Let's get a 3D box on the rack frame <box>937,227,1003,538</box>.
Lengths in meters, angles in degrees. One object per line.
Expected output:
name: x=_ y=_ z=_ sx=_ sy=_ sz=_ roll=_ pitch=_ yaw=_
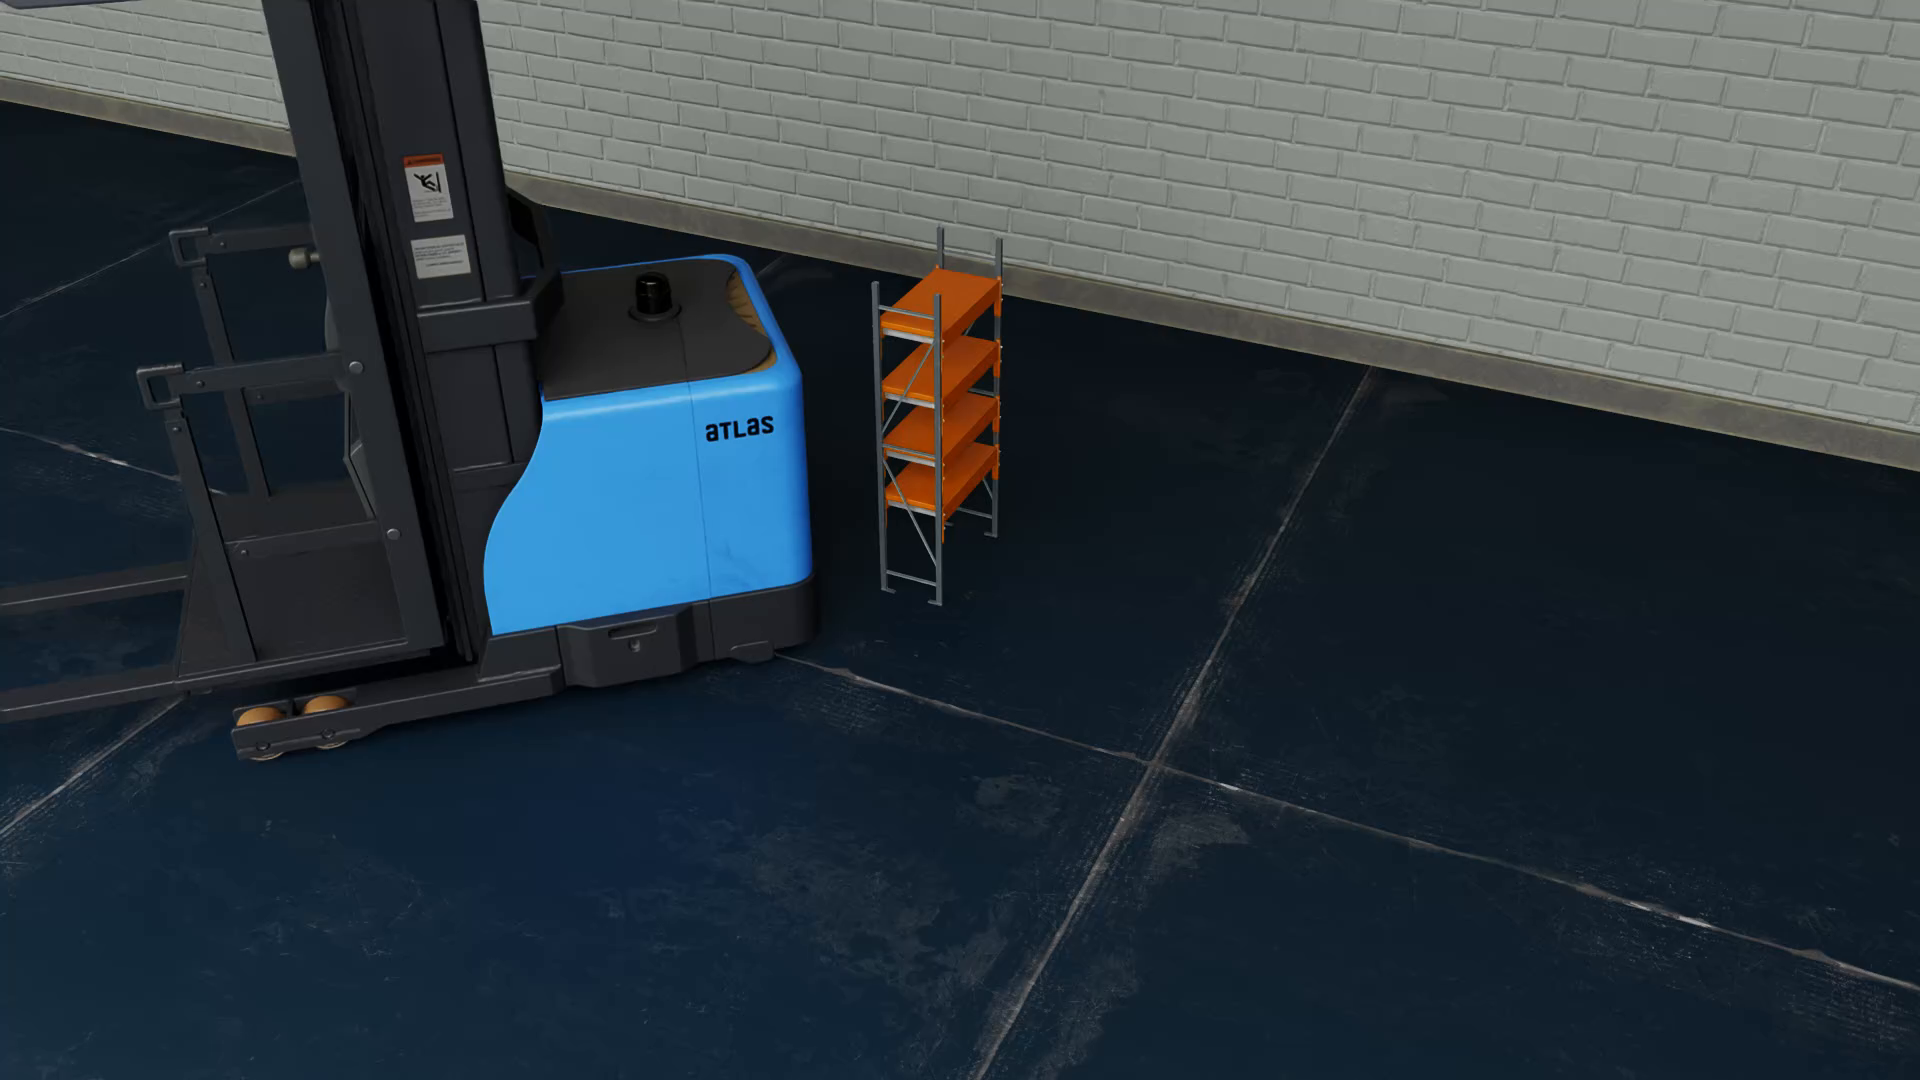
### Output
rack frame: x=0.033 y=-0.541 z=5.981 sx=0.240 sy=1.200 sz=0.015 roll=14 pitch=36 yaw=20

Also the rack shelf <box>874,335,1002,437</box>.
rack shelf: x=-0.069 y=-0.550 z=5.710 sx=0.258 sy=0.148 sz=0.480 roll=14 pitch=36 yaw=20

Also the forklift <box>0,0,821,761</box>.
forklift: x=-2.050 y=-0.861 z=4.890 sx=3.031 sy=2.935 sz=1.130 roll=-9 pitch=34 yaw=-14

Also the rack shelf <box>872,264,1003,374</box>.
rack shelf: x=-0.069 y=-0.748 z=5.580 sx=0.258 sy=0.148 sz=0.480 roll=14 pitch=36 yaw=20

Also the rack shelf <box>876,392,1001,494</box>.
rack shelf: x=-0.069 y=-0.363 z=5.832 sx=0.258 sy=0.148 sz=0.480 roll=14 pitch=36 yaw=20

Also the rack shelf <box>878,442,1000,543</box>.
rack shelf: x=-0.069 y=-0.197 z=5.941 sx=0.258 sy=0.148 sz=0.480 roll=14 pitch=36 yaw=20

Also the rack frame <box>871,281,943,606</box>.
rack frame: x=-0.171 y=-0.298 z=5.610 sx=0.240 sy=1.200 sz=0.015 roll=14 pitch=36 yaw=20

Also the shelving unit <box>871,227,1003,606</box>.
shelving unit: x=-0.069 y=-0.419 z=5.795 sx=0.258 sy=1.200 sz=0.503 roll=14 pitch=36 yaw=20
